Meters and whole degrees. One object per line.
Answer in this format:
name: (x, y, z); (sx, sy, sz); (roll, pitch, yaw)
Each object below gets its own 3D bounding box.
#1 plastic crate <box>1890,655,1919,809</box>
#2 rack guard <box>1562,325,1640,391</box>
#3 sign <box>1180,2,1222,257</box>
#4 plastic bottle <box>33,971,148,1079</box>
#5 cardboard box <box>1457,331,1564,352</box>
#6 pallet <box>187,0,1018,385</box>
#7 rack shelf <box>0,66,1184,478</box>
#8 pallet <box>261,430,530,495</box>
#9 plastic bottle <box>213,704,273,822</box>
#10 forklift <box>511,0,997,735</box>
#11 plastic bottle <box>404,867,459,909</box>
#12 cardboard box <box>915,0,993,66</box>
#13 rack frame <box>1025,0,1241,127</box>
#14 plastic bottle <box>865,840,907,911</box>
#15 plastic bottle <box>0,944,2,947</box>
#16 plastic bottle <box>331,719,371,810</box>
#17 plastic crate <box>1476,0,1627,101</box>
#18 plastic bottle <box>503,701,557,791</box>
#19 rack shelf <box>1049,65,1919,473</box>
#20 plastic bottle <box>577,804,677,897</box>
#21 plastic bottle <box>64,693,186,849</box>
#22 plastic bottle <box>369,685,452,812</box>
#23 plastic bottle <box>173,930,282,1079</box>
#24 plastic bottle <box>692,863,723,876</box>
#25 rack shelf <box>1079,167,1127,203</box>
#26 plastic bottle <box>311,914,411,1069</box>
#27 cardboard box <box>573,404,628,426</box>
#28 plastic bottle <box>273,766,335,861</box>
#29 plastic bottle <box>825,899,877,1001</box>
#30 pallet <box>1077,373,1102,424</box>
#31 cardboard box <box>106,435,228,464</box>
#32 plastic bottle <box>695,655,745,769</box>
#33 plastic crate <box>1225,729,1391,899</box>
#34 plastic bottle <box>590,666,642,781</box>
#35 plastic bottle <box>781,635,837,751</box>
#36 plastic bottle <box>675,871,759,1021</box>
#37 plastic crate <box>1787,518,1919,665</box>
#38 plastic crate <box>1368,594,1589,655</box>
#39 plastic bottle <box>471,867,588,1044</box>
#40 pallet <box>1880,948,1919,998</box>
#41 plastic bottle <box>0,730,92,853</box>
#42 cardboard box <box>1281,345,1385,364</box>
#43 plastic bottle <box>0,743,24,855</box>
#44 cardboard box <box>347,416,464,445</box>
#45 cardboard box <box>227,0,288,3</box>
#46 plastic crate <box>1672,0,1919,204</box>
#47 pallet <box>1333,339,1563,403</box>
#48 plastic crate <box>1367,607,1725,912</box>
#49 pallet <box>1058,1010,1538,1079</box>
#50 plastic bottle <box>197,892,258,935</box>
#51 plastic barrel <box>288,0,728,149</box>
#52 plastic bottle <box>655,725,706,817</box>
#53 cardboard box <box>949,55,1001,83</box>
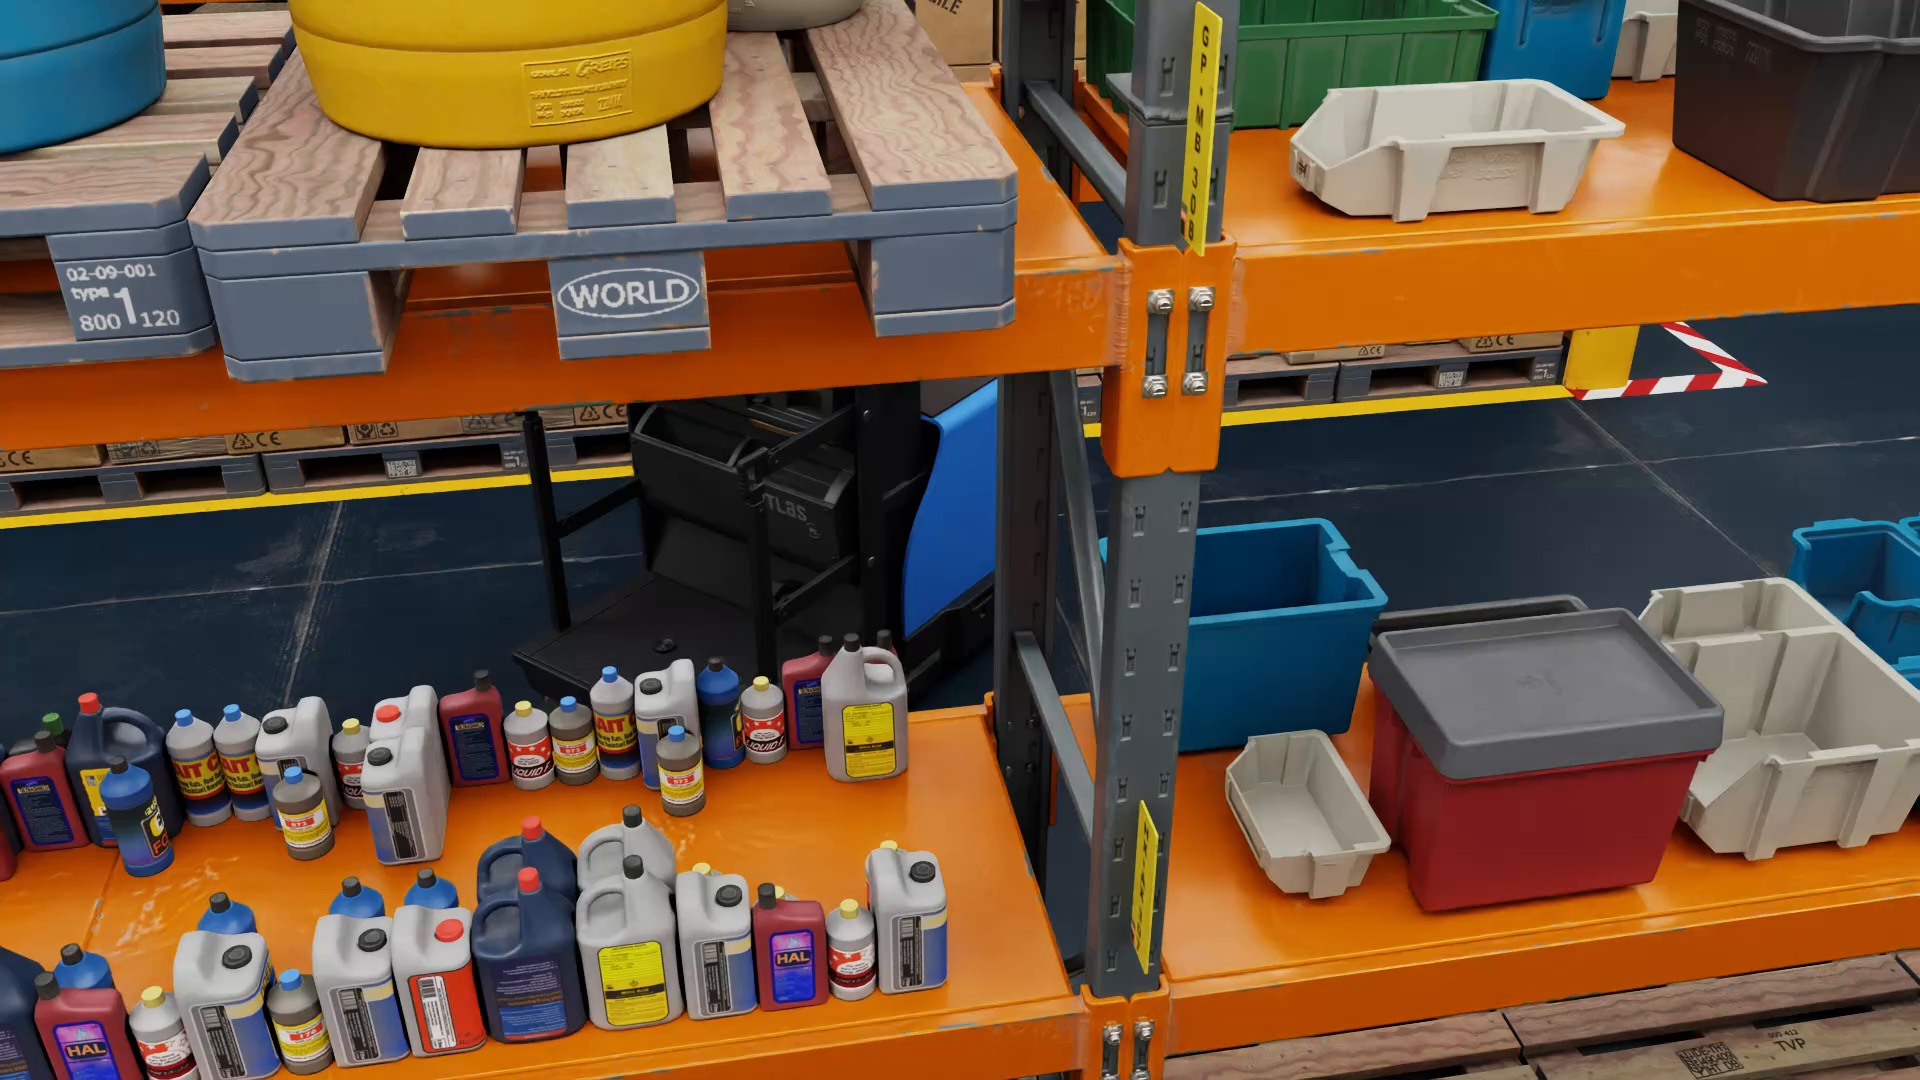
plastic crate: (2.191, 0.462, 3.611); (0.300, 0.233, 0.416); (-5, 31, -9)
rack guard: (3.202, -1.285, 8.943); (0.348, 0.500, 1.175); (-5, 31, -9)
sign: (0.328, -0.557, 2.270); (0.005, 0.325, 0.100); (-5, 31, -9)
plastic bottle: (-1.534, 0.870, 2.927); (0.133, 0.283, 0.061); (-5, 31, -9)
cardboard box: (2.786, -1.310, 8.550); (0.500, 0.500, 0.500); (-5, 31, -9)
pallet: (-0.523, -0.626, 2.582); (1.003, 0.211, 1.213); (-5, 31, -9)
rack shelf: (-1.737, -0.335, 2.611); (4.000, 0.370, 1.077); (-5, 31, -9)
pallet: (-2.654, -0.596, 8.056); (1.213, 0.211, 1.003); (-5, 31, -9)
plastic bottle: (-1.552, 0.476, 3.609); (0.097, 0.271, 0.097); (0, 30, 0)
forklift: (-0.878, -0.601, 5.380); (1.130, 2.935, 3.031); (20, 36, 30)
plastic bottle: (-0.995, 0.737, 3.164); (0.097, 0.271, 0.097); (0, 30, 0)
cardboard box: (-0.144, -2.382, 7.256); (0.500, 0.500, 0.500); (-5, 31, -8)
rack frame: (0.230, -2.121, 1.979); (0.127, 3.000, 1.000); (-5, 31, -9)
plastic bottle: (-0.140, 0.688, 3.317); (0.097, 0.201, 0.097); (0, 30, 0)
plastic bottle: (-1.858, 0.771, 3.029); (0.185, 0.351, 0.144); (-5, 31, -9)
plastic bottle: (-1.323, 0.485, 3.662); (0.097, 0.201, 0.097); (0, 30, 0)
plastic crate: (1.068, -0.998, 3.193); (0.300, 0.233, 0.416); (-5, 31, -9)
plastic bottle: (-0.964, 0.451, 3.719); (0.097, 0.201, 0.097); (0, 30, 0)
rack shelf: (2.198, -0.700, 3.232); (4.000, 0.370, 1.077); (-5, 31, -9)
plastic bottle: (-0.641, 0.662, 3.214); (0.185, 0.351, 0.144); (-5, 31, -9)
plastic bottle: (-1.782, 0.475, 3.532); (0.185, 0.351, 0.144); (-5, 31, -9)
plastic bottle: (-1.204, 0.456, 3.638); (0.135, 0.276, 0.152); (-5, 31, -9)
plastic bottle: (-1.315, 0.829, 3.004); (0.135, 0.276, 0.152); (-5, 31, -9)
plastic bottle: (-0.499, 0.721, 3.260); (0.097, 0.201, 0.097); (0, 30, 0)
rack shelf: (1.309, -1.877, 8.193); (4.000, 0.370, 1.077); (-5, 31, -9)
plastic bottle: (-1.087, 0.808, 3.040); (0.135, 0.276, 0.152); (-5, 31, -9)
cardboard box: (-1.580, -0.888, 7.833); (0.500, 0.500, 0.500); (-5, 31, -9)
plastic bottle: (-1.392, 0.569, 3.518); (0.097, 0.201, 0.097); (0, 30, 0)
plastic bottle: (-0.208, 0.772, 3.173); (0.097, 0.201, 0.097); (0, 30, 0)
pallet: (0.018, -0.865, 8.513); (1.213, 0.211, 1.003); (-5, 31, -9)
cardboard box: (-3.580, -0.701, 7.515); (0.500, 0.500, 0.500); (-6, 31, -11)
plastic bottle: (-0.544, 0.382, 3.767); (0.097, 0.271, 0.097); (0, 30, 0)
plastic crate: (0.714, 0.582, 3.502); (0.243, 0.136, 0.396); (-5, 31, -9)
plastic bottle: (-0.773, 0.403, 3.731); (0.097, 0.271, 0.097); (0, 30, 0)
plastic bottle: (-0.338, 0.349, 3.813); (0.133, 0.283, 0.061); (-5, 31, -9)
plastic bottle: (-0.458, 0.749, 3.139); (0.135, 0.276, 0.152); (-5, 31, -9)
plastic crate: (2.272, 0.152, 4.137); (0.300, 0.233, 0.416); (-5, 31, -9)
plastic crate: (1.283, 0.322, 3.955); (0.590, 0.125, 0.437); (-5, 31, -9)
plastic bottle: (-0.797, 0.751, 3.063); (0.185, 0.351, 0.144); (-5, 31, -9)
pallet: (3.347, 1.358, 4.732); (1.213, 0.211, 1.003); (-5, 31, -9)
plastic bottle: (-1.935, 0.528, 3.508); (0.133, 0.283, 0.061); (-5, 31, -9)
cardboard box: (1.846, -1.130, 8.491); (0.500, 0.250, 0.500); (-5, 31, -9)
plastic bottle: (-2.095, 0.504, 3.482); (0.185, 0.351, 0.144); (-5, 31, -9)
cardboard box: (-2.573, -0.795, 7.674); (0.500, 0.500, 0.500); (-6, 31, -11)
cardboard box: (-4.742, -3.365, 11.720); (0.750, 0.750, 0.750); (-6, 31, -10)
plastic crate: (1.502, -0.748, 2.732); (0.590, 0.269, 0.497); (-5, 31, -9)
pallet: (2.418, -1.087, 8.891); (1.213, 0.211, 1.003); (-5, 31, -9)
plastic crate: (1.154, 0.455, 3.394); (0.583, 0.464, 0.402); (-5, 31, -9)
pallet: (0.947, 1.581, 4.353); (1.213, 0.211, 1.003); (-5, 31, -9)
plastic bottle: (-1.356, 0.770, 3.108); (0.097, 0.271, 0.097); (0, 30, 0)
plastic barrel: (-0.631, -0.905, 2.271); (0.600, 0.588, 0.600); (0, 30, 0)
plastic bottle: (-0.613, 0.497, 3.641); (0.097, 0.201, 0.097); (0, 30, 0)
cardboard box: (-0.108, -1.958, 7.523); (0.500, 0.500, 0.500); (-5, 31, -8)
